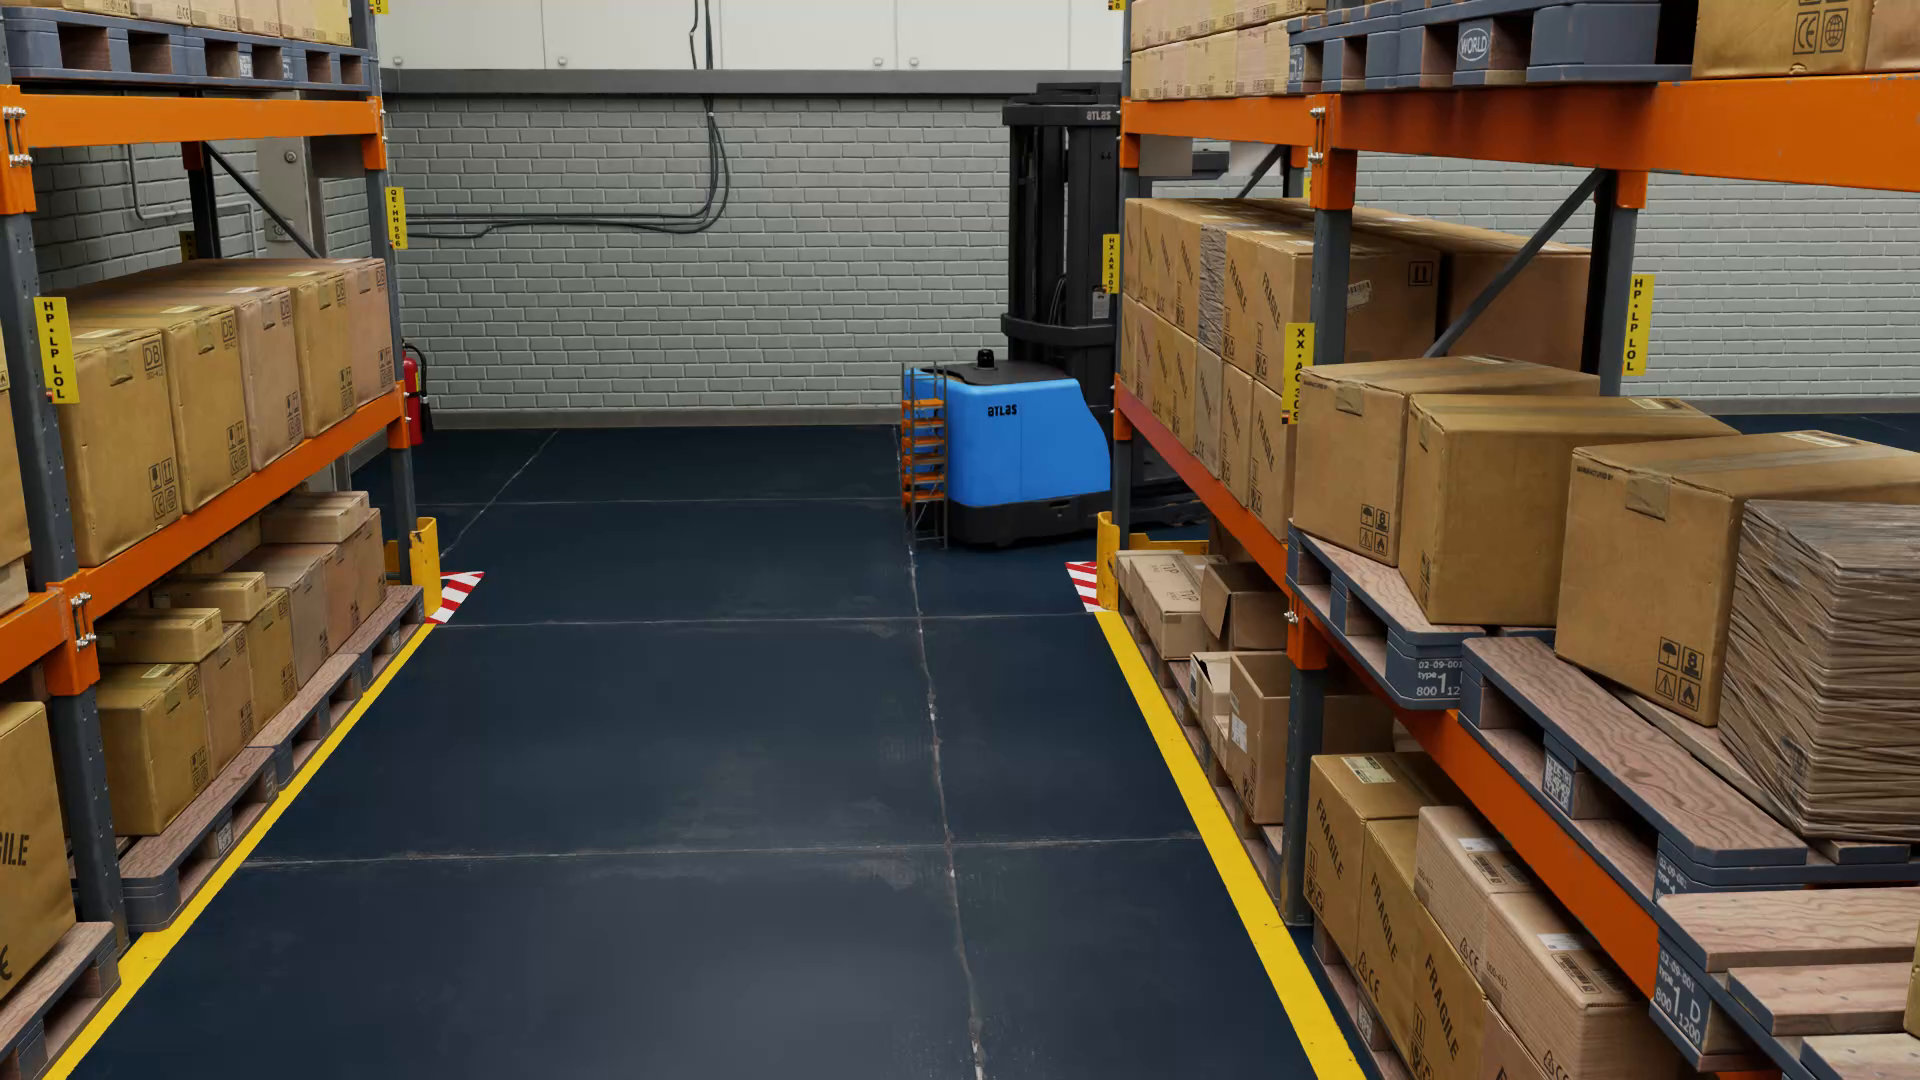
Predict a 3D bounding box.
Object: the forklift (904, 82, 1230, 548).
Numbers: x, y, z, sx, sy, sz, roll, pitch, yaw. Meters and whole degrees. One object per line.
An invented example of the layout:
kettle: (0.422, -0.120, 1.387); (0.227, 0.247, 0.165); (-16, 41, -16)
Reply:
forklift: (1.146, -1.614, 11.416); (3.031, 2.935, 1.130); (-8, 16, -28)

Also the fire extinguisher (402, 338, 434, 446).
fire extinguisher: (-3.110, -0.869, 9.286); (0.296, 0.674, 0.183); (-1, 14, -3)

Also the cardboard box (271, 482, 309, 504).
cardboard box: (-3.626, -0.204, 8.673); (0.380, 0.149, 0.250); (-1, 14, -3)

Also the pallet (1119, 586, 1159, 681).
pallet: (1.437, 0.448, 8.861); (1.003, 0.211, 1.213); (-1, 14, -3)

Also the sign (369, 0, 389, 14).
sign: (-3.019, -2.890, 8.601); (0.100, 0.325, 0.005); (-1, 14, -3)

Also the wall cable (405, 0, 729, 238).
wall cable: (-3.555, -3.856, 14.184); (3.097, 2.526, 0.112); (-1, 14, -3)

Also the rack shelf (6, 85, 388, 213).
rack shelf: (-3.438, -1.649, 6.839); (1.077, 0.370, 4.000); (-1, 14, -3)

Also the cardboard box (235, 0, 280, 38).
cardboard box: (-3.181, -2.237, 6.939); (0.500, 0.250, 0.500); (-1, 14, -5)

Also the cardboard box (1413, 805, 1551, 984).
cardboard box: (1.479, 0.883, 4.205); (0.500, 0.250, 0.500); (-1, 14, -3)

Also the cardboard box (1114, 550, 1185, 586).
cardboard box: (1.065, 0.158, 9.232); (0.380, 0.149, 0.250); (-1, 14, -3)

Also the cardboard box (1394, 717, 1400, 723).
cardboard box: (1.756, 0.712, 7.043); (0.380, 0.166, 0.250); (-1, 14, -3)

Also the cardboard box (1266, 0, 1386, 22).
cardboard box: (1.329, -1.864, 5.527); (0.500, 0.250, 0.500); (-1, 14, -3)

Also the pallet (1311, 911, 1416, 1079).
pallet: (1.718, 1.428, 5.054); (1.003, 0.211, 1.213); (-1, 14, -3)

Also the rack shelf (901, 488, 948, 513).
rack shelf: (-0.228, -0.257, 10.760); (0.258, 0.103, 0.180); (-6, 16, -21)

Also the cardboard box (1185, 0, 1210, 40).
cardboard box: (1.242, -2.237, 6.978); (0.500, 0.250, 0.500); (-1, 14, -3)

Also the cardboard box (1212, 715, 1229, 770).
cardboard box: (1.228, 0.813, 6.684); (0.380, 0.149, 0.250); (-1, 14, -3)

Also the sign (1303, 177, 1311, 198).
sign: (1.937, -1.837, 9.188); (0.100, 0.325, 0.005); (-1, 14, -3)

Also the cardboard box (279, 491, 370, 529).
cardboard box: (-3.229, -0.147, 8.451); (0.380, 0.149, 0.250); (-1, 14, -4)

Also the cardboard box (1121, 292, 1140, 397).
cardboard box: (1.147, -1.053, 8.900); (0.500, 0.500, 0.500); (-1, 14, -2)

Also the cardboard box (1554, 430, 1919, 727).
cardboard box: (1.801, 0.062, 3.722); (0.700, 0.500, 0.500); (-5, 15, -18)

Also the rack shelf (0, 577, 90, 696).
rack shelf: (-3.190, 0.799, 3.346); (1.077, 0.370, 4.000); (-1, 14, -3)

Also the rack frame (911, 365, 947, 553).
rack frame: (-0.195, -0.511, 10.606); (0.240, 1.200, 0.006); (-6, 16, -21)

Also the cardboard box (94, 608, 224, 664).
cardboard box: (-3.097, 0.370, 6.439); (0.380, 0.149, 0.250); (0, 14, -2)

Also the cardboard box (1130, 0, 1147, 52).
cardboard box: (1.154, -2.610, 8.428); (0.500, 0.250, 0.500); (-1, 14, -3)

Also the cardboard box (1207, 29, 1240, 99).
cardboard box: (1.274, -1.870, 6.557); (0.500, 0.250, 0.500); (-1, 14, -3)

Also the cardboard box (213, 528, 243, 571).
cardboard box: (-3.562, 0.047, 7.696); (0.380, 0.149, 0.250); (-1, 14, -3)

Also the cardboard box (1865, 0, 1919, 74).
cardboard box: (1.786, -0.866, 2.151); (0.910, 0.500, 0.500); (-1, 14, -3)

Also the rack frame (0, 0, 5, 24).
rack frame: (-3.314, -2.953, 4.443); (1.000, 3.000, 0.127); (-1, 14, -3)

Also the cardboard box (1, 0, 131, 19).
cardboard box: (-3.094, -1.855, 5.454); (0.500, 0.250, 0.500); (-1, 14, -4)

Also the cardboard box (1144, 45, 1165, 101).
cardboard box: (1.178, -2.243, 8.006); (0.500, 0.250, 0.500); (-1, 14, -3)

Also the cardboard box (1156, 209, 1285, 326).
cardboard box: (1.213, -1.283, 7.787); (0.500, 0.500, 0.500); (-1, 14, -3)

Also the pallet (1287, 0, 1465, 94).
pallet: (1.600, -1.323, 4.506); (1.213, 0.211, 1.003); (-1, 14, -3)

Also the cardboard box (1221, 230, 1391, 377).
cardboard box: (1.306, -0.906, 6.322); (0.500, 0.500, 0.500); (-1, 14, -5)

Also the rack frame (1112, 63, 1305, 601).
rack frame: (1.382, -1.119, 9.357); (1.000, 3.000, 0.127); (-1, 14, -3)

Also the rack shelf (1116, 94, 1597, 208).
rack shelf: (1.506, -1.726, 7.140); (1.077, 0.370, 4.000); (-1, 14, -3)

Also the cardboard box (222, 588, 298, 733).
cardboard box: (-3.315, 0.520, 7.160); (0.700, 0.500, 0.500); (-1, 14, -2)

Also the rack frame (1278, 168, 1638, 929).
rack frame: (1.630, -0.125, 5.491); (1.000, 3.000, 0.127); (-1, 14, -3)

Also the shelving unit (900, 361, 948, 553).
shelving unit: (-0.229, -0.533, 10.689); (0.258, 1.200, 0.189); (-6, 16, -21)

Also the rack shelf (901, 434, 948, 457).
rack shelf: (-0.229, -0.606, 10.670); (0.258, 0.103, 0.180); (-6, 16, -21)

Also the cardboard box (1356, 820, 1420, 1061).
cardboard box: (1.461, 1.129, 4.750); (0.500, 0.500, 0.500); (-1, 14, -3)

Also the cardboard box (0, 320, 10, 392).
cardboard box: (-3.030, -0.500, 4.608); (0.500, 0.250, 0.500); (-1, 14, -2)

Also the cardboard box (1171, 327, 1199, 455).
cardboard box: (1.241, -0.676, 7.433); (0.500, 0.500, 0.500); (-1, 14, -3)

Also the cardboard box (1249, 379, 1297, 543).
cardboard box: (1.343, -0.293, 5.946); (0.500, 0.500, 0.500); (-1, 14, -3)

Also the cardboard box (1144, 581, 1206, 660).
cardboard box: (1.195, 0.387, 8.136); (0.500, 0.250, 0.500); (-1, 14, -3)

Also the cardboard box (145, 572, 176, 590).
cardboard box: (-3.513, 0.238, 6.953); (0.380, 0.149, 0.250); (-1, 14, -3)

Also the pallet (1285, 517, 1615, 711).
pallet: (1.571, 0.169, 4.736); (1.003, 0.211, 1.213); (-1, 14, -3)

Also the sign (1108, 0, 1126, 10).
sign: (0.841, -2.987, 8.842); (0.100, 0.325, 0.005); (-1, 14, -3)

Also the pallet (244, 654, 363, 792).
pallet: (-3.362, 0.809, 7.459); (1.003, 0.211, 1.213); (-1, 14, -3)

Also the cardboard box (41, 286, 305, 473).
cardboard box: (-3.426, -0.690, 7.087); (0.980, 0.700, 0.700); (-2, 15, -6)

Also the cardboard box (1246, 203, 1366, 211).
cardboard box: (1.716, -1.420, 8.318); (0.500, 0.500, 0.500); (0, 14, -2)

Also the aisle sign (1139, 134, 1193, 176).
aisle sign: (1.085, -2.391, 9.082); (0.394, 0.787, 0.004); (-1, 14, -3)

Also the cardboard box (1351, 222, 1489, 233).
cardboard box: (1.818, -1.035, 6.822); (0.500, 0.500, 0.500); (-1, 14, -5)

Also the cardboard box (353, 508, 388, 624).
cardboard box: (-3.419, 0.138, 8.645); (0.700, 0.500, 0.500); (-1, 14, -3)
